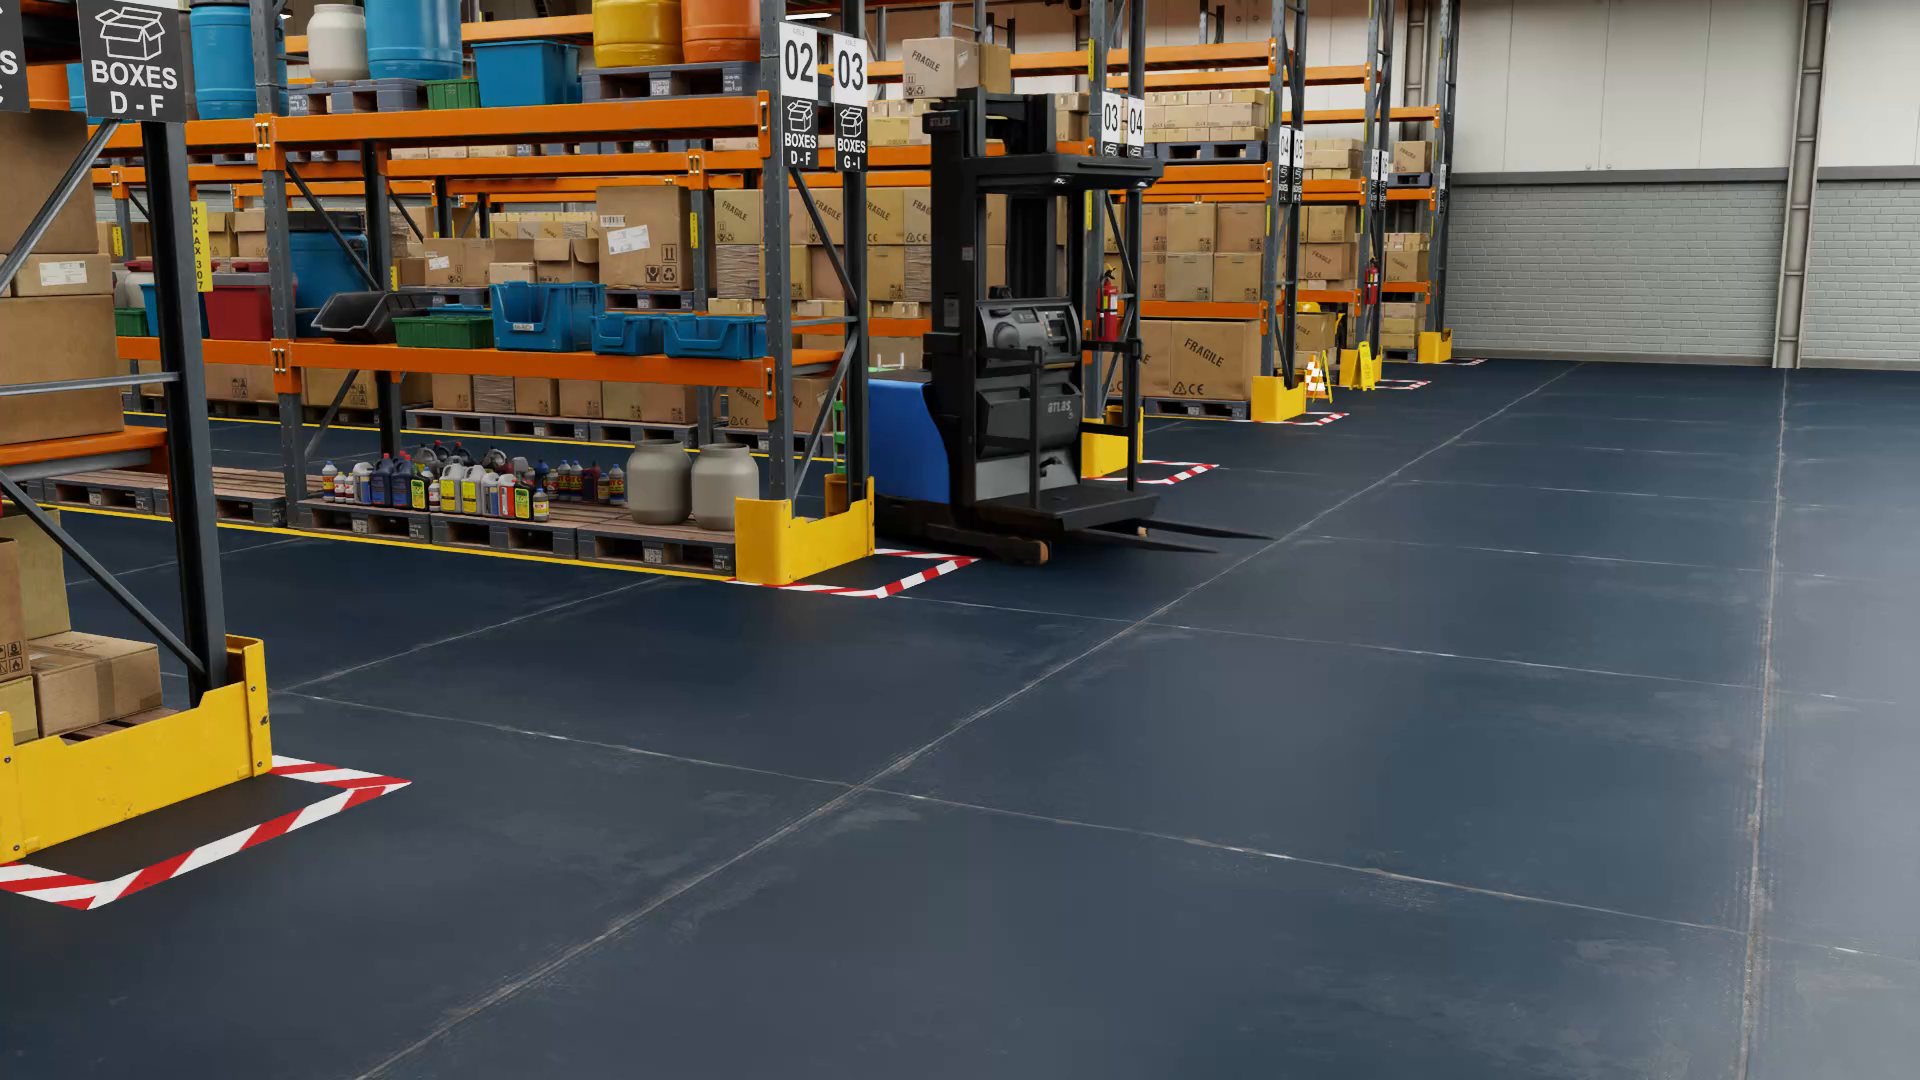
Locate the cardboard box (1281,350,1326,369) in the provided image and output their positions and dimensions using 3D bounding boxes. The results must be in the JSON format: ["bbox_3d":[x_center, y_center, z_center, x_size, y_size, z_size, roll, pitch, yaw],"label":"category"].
[{"bbox_3d":[4.857,-2.564,23.516,0.500,0.250,0.500,5,11,26],"label":"cardboard box"}]

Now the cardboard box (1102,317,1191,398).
[{"bbox_3d":[2.196,-2.162,19.541,0.875,0.875,0.875,5,11,25],"label":"cardboard box"}]

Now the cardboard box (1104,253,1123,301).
[{"bbox_3d":[1.827,-3.124,19.648,0.500,0.550,0.875,5,11,26],"label":"cardboard box"}]

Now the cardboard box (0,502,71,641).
[{"bbox_3d":[-3.880,0.137,6.484,0.500,0.500,0.500,5,11,26],"label":"cardboard box"}]

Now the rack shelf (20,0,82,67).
[{"bbox_3d":[-4.842,-1.803,6.366,4.000,0.370,1.077,5,11,26],"label":"rack shelf"}]

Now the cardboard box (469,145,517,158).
[{"bbox_3d":[-4.602,-3.980,16.799,0.500,0.250,0.500,5,12,27],"label":"cardboard box"}]

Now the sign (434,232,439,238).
[{"bbox_3d":[-7.371,-4.173,23.437,0.005,0.325,0.100,5,11,26],"label":"sign"}]

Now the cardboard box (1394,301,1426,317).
[{"bbox_3d":[7.568,-3.894,28.060,0.500,0.250,0.500,5,11,25],"label":"cardboard box"}]

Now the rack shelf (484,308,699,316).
[{"bbox_3d":[-4.043,-2.224,17.115,4.000,0.370,1.077,5,11,26],"label":"rack shelf"}]

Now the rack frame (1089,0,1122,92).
[{"bbox_3d":[2.136,-6.955,24.391,0.127,3.000,1.000,5,11,26],"label":"rack frame"}]

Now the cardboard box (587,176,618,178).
[{"bbox_3d":[-4.630,-5.087,22.209,0.500,0.500,0.500,5,11,26],"label":"cardboard box"}]

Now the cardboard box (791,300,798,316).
[{"bbox_3d":[-1.506,-2.176,15.538,0.250,0.149,0.380,5,11,26],"label":"cardboard box"}]

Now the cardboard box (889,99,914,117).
[{"bbox_3d":[-0.438,-3.808,14.728,0.250,0.149,0.380,4,11,23],"label":"cardboard box"}]

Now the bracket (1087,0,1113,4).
[{"bbox_3d":[2.525,-9.786,29.927,0.430,0.232,0.235,5,11,26],"label":"bracket"}]

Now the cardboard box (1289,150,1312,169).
[{"bbox_3d":[4.700,-5.276,23.120,0.500,0.250,0.500,5,11,25],"label":"cardboard box"}]

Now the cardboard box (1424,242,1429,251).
[{"bbox_3d":[7.726,-4.917,27.875,0.250,0.149,0.380,5,11,24],"label":"cardboard box"}]

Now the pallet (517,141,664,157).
[{"bbox_3d":[-3.687,-3.951,16.741,1.003,0.211,1.213,5,11,26],"label":"pallet"}]

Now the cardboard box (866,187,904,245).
[{"bbox_3d":[-0.608,-2.915,14.993,0.500,0.500,0.500,5,11,26],"label":"cardboard box"}]

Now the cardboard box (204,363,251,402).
[{"bbox_3d":[-8.039,-2.094,19.165,0.875,0.875,1.225,5,11,24],"label":"cardboard box"}]

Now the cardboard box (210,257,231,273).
[{"bbox_3d":[-8.222,-2.945,18.797,0.500,0.500,0.500,5,11,25],"label":"cardboard box"}]

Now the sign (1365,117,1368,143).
[{"bbox_3d":[5.459,-5.512,22.356,0.005,0.325,0.100,5,11,26],"label":"sign"}]

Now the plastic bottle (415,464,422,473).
[{"bbox_3d":[-3.717,-0.381,11.339,0.097,0.271,0.097,0,10,0],"label":"plastic bottle"}]

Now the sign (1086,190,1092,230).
[{"bbox_3d":[1.074,-2.743,13.826,0.005,0.325,0.100,5,11,26],"label":"sign"}]

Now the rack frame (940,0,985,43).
[{"bbox_3d":[0.036,-6.156,19.978,0.127,3.000,1.000,5,11,26],"label":"rack frame"}]

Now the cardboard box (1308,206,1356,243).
[{"bbox_3d":[5.168,-4.381,23.089,0.500,0.500,0.700,5,11,24],"label":"cardboard box"}]

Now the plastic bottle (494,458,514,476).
[{"bbox_3d":[-3.177,-0.433,11.593,0.133,0.283,0.061,5,11,26],"label":"plastic bottle"}]

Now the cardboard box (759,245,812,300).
[{"bbox_3d":[-1.440,-2.525,15.645,0.500,0.500,0.875,5,11,26],"label":"cardboard box"}]

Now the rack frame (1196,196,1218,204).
[{"bbox_3d":[4.329,-4.796,29.307,0.127,3.000,1.000,5,11,26],"label":"rack frame"}]

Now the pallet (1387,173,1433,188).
[{"bbox_3d":[7.293,-5.973,27.636,1.213,0.211,1.003,5,11,26],"label":"pallet"}]

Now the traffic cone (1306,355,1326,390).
[{"bbox_3d":[4.766,-2.267,22.458,0.334,0.463,0.336,5,11,26],"label":"traffic cone"}]

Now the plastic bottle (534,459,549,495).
[{"bbox_3d":[-2.920,-0.431,11.617,0.097,0.271,0.097,0,10,0],"label":"plastic bottle"}]

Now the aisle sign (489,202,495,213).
[{"bbox_3d":[-8.553,-6.283,30.223,0.004,0.787,0.394,5,11,26],"label":"aisle sign"}]

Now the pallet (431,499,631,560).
[{"bbox_3d":[-2.759,-0.101,11.198,1.213,0.211,1.003,5,11,26],"label":"pallet"}]

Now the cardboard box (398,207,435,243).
[{"bbox_3d":[-7.679,-4.516,23.837,0.500,0.500,0.500,5,11,24],"label":"cardboard box"}]

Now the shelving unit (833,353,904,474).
[{"bbox_3d":[-0.664,-0.759,12.055,0.258,1.200,0.503,-10,14,-44],"label":"shelving unit"}]

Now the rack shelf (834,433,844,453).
[{"bbox_3d":[-0.664,-0.696,12.066,0.258,0.148,0.480,-10,14,-44],"label":"rack shelf"}]

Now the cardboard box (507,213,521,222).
[{"bbox_3d":[-7.737,-5.671,29.231,0.250,0.149,0.380,5,11,24],"label":"cardboard box"}]

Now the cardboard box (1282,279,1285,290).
[{"bbox_3d":[4.552,-3.601,23.408,0.250,0.149,0.380,5,12,27],"label":"cardboard box"}]

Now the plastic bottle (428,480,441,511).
[{"bbox_3d":[-3.488,-0.298,11.075,0.097,0.201,0.097,0,10,0],"label":"plastic bottle"}]

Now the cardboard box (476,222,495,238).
[{"bbox_3d":[-8.321,-5.406,29.591,0.500,0.500,0.500,5,11,25],"label":"cardboard box"}]

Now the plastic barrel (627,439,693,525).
[{"bbox_3d":[-1.927,-0.376,10.689,0.421,0.512,0.421,0,10,0],"label":"plastic barrel"}]

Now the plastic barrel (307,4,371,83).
[{"bbox_3d":[-4.141,-3.302,11.134,0.421,0.512,0.421,0,10,0],"label":"plastic barrel"}]

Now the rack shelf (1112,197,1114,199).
[{"bbox_3d":[0.342,-5.283,25.593,4.000,0.370,1.077,5,11,26],"label":"rack shelf"}]

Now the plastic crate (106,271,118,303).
[{"bbox_3d":[-6.714,-1.800,12.571,0.583,0.464,0.402,5,11,26],"label":"plastic crate"}]

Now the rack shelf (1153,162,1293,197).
[{"bbox_3d":[1.830,-4.169,19.439,4.000,0.370,1.077,5,11,26],"label":"rack shelf"}]

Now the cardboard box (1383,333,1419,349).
[{"bbox_3d":[7.355,-3.321,27.698,0.500,0.250,0.500,5,11,26],"label":"cardboard box"}]

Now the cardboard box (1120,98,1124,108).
[{"bbox_3d":[1.803,-4.982,18.920,0.250,0.149,0.380,5,11,26],"label":"cardboard box"}]

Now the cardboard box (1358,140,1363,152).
[{"bbox_3d":[5.494,-5.493,23.202,0.250,0.149,0.380,5,11,25],"label":"cardboard box"}]

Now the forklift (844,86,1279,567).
[{"bbox_3d":[0.606,-1.380,10.627,3.031,2.935,1.130,10,14,42],"label":"forklift"}]

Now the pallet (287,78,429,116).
[{"bbox_3d":[-3.750,-2.971,11.331,1.003,0.211,1.213,5,11,26],"label":"pallet"}]

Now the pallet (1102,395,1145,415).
[{"bbox_3d":[1.781,-1.664,19.831,1.213,0.211,1.003,5,11,26],"label":"pallet"}]

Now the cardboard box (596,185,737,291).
[{"bbox_3d":[-2.900,-3.007,16.558,1.000,1.000,1.000,5,11,26],"label":"cardboard box"}]

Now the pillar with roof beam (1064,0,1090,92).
[{"bbox_3d":[0.405,-7.417,26.943,0.548,9.000,9.100,5,11,26],"label":"pillar with roof beam"}]

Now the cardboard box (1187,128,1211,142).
[{"bbox_3d":[2.719,-4.510,18.547,0.250,0.149,0.380,5,11,27],"label":"cardboard box"}]
